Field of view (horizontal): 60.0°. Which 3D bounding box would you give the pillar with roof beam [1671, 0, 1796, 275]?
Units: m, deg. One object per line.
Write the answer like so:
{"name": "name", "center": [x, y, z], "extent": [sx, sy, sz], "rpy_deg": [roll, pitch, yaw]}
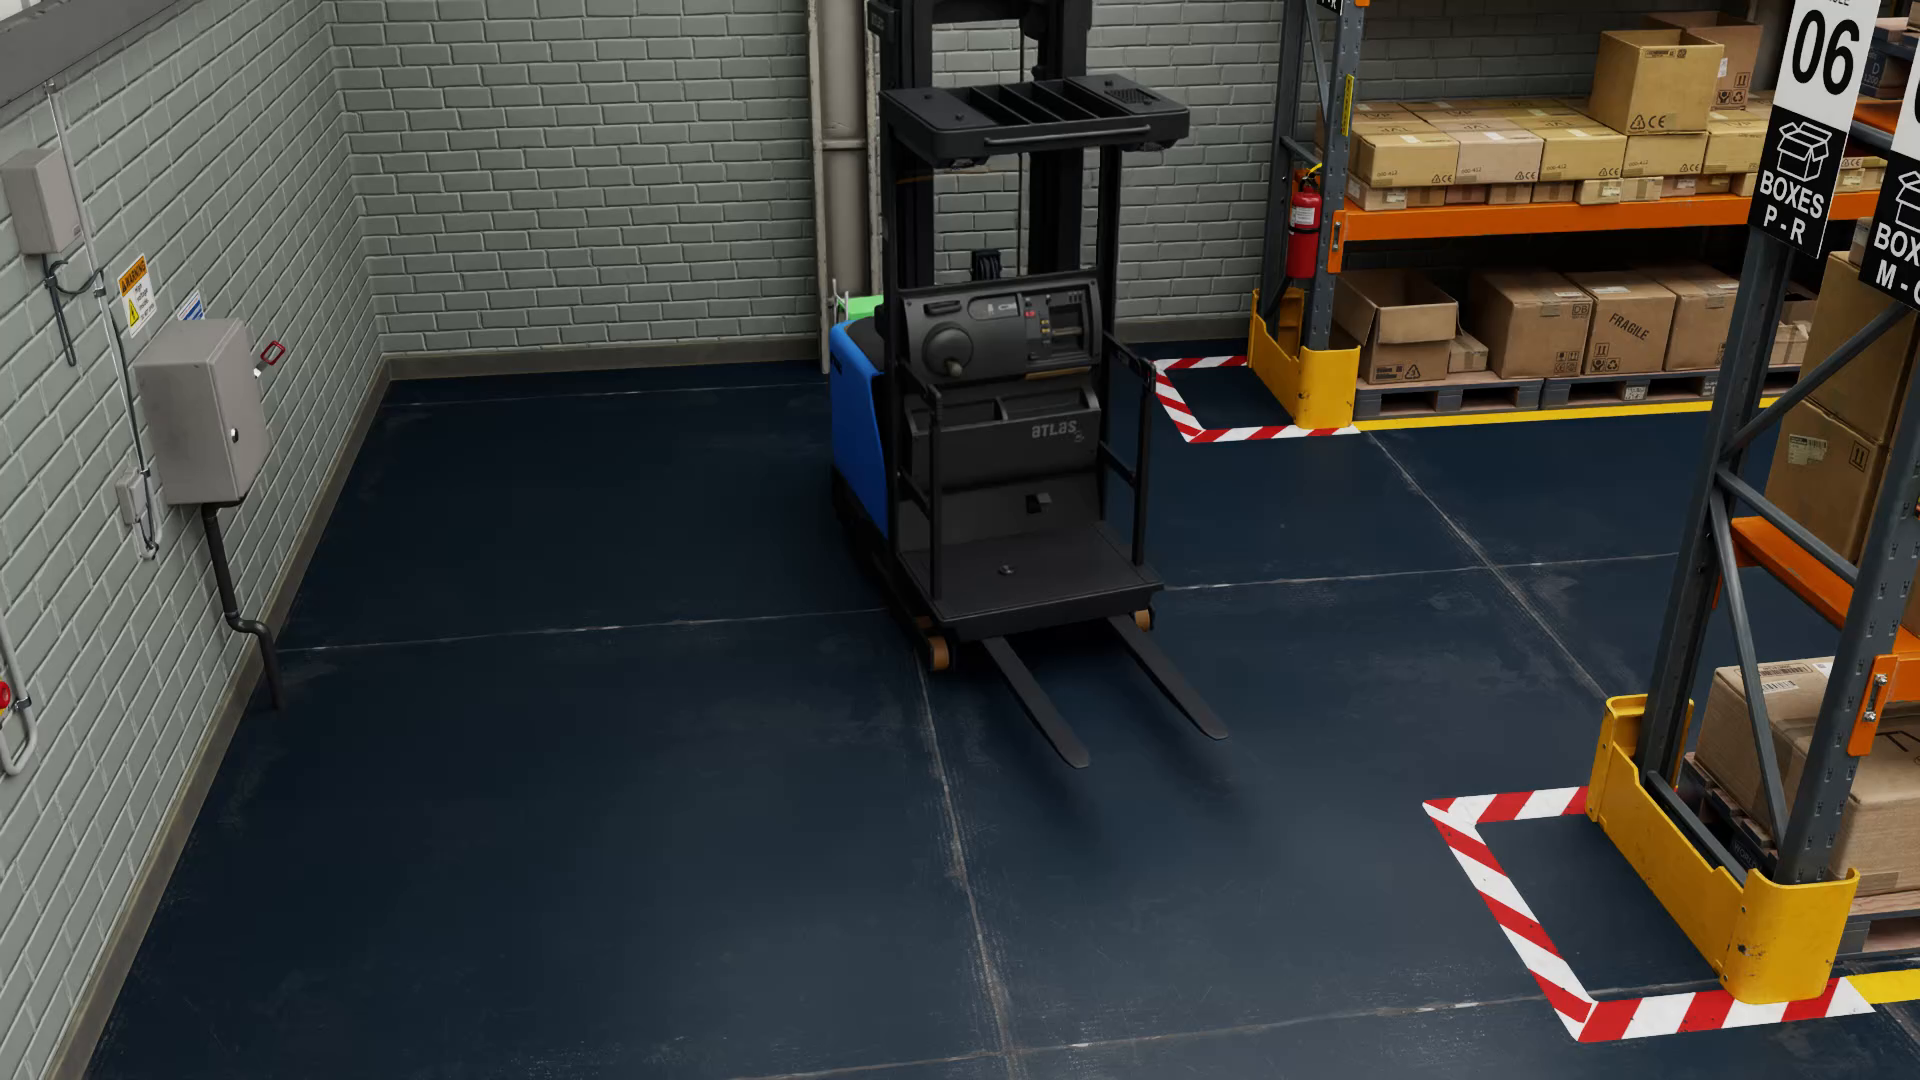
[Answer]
{"name": "pillar with roof beam", "center": [5.812, -3.608, 5.925], "extent": [0.400, 9.000, 9.100], "rpy_deg": [-4, 27, -7]}

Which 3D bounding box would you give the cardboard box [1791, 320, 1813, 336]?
{"name": "cardboard box", "center": [5.517, -1.272, 10.607], "extent": [0.250, 0.149, 0.380], "rpy_deg": [-4, 28, -9]}

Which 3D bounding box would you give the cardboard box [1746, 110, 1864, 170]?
{"name": "cardboard box", "center": [5.063, -2.406, 9.993], "extent": [0.500, 0.250, 0.500], "rpy_deg": [-4, 27, -7]}

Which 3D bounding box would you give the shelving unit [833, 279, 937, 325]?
{"name": "shelving unit", "center": [-0.398, -0.839, 9.071], "extent": [0.503, 1.200, 0.258], "rpy_deg": [-9, 29, -17]}

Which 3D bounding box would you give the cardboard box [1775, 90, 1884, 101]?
{"name": "cardboard box", "center": [5.500, -2.678, 10.522], "extent": [0.500, 0.250, 0.500], "rpy_deg": [-4, 27, -8]}

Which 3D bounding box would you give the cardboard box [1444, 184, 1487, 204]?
{"name": "cardboard box", "center": [2.931, -2.122, 9.876], "extent": [0.250, 0.149, 0.380], "rpy_deg": [-4, 27, -8]}

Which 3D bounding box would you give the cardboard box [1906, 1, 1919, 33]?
{"name": "cardboard box", "center": [3.195, -1.593, 4.877], "extent": [0.500, 0.250, 0.500], "rpy_deg": [-6, 28, -12]}

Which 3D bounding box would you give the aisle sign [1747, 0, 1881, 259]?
{"name": "aisle sign", "center": [2.648, -1.316, 5.182], "extent": [0.004, 0.787, 0.394], "rpy_deg": [-4, 27, -7]}

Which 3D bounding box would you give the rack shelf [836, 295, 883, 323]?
{"name": "rack shelf", "center": [-0.398, -1.209, 8.881], "extent": [0.480, 0.148, 0.258], "rpy_deg": [-9, 29, -17]}

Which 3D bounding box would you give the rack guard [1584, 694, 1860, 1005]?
{"name": "rack guard", "center": [2.738, 1.090, 6.079], "extent": [0.348, 0.500, 1.175], "rpy_deg": [-4, 27, -7]}

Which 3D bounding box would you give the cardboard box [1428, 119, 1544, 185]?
{"name": "cardboard box", "center": [3.053, -2.273, 9.732], "extent": [0.500, 0.250, 0.500], "rpy_deg": [-3, 27, -7]}

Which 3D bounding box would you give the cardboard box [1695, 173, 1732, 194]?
{"name": "cardboard box", "center": [4.455, -2.223, 10.072], "extent": [0.250, 0.149, 0.380], "rpy_deg": [-3, 27, -6]}

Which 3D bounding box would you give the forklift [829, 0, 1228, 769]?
{"name": "forklift", "center": [0.272, -0.914, 7.320], "extent": [1.130, 2.935, 3.031], "rpy_deg": [-9, 29, -17]}

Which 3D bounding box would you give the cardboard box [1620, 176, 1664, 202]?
{"name": "cardboard box", "center": [3.971, -2.138, 9.907], "extent": [0.250, 0.149, 0.380], "rpy_deg": [-3, 27, -6]}

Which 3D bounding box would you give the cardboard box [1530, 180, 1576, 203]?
{"name": "cardboard box", "center": [3.452, -2.130, 9.891], "extent": [0.250, 0.149, 0.380], "rpy_deg": [-3, 27, -6]}

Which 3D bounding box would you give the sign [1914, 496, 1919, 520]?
{"name": "sign", "center": [2.833, -0.193, 4.806], "extent": [0.005, 0.325, 0.100], "rpy_deg": [-4, 27, -7]}

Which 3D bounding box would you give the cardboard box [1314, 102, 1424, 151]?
{"name": "cardboard box", "center": [2.485, -2.483, 10.141], "extent": [0.500, 0.250, 0.500], "rpy_deg": [-3, 27, -6]}

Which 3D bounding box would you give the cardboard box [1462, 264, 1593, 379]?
{"name": "cardboard box", "center": [3.538, -1.375, 10.423], "extent": [0.500, 0.500, 0.700], "rpy_deg": [-3, 27, -5]}

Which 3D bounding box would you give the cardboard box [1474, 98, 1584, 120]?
{"name": "cardboard box", "center": [3.487, -2.544, 10.261], "extent": [0.500, 0.250, 0.500], "rpy_deg": [-3, 27, -5]}

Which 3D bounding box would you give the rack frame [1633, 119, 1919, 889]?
{"name": "rack frame", "center": [2.762, -0.024, 5.511], "extent": [0.127, 3.000, 1.000], "rpy_deg": [-4, 27, -7]}

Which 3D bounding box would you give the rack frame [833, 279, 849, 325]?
{"name": "rack frame", "center": [-0.628, -0.801, 8.997], "extent": [0.015, 1.200, 0.240], "rpy_deg": [-9, 29, -17]}

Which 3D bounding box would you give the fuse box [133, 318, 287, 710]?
{"name": "fuse box", "center": [-2.967, -0.041, 6.955], "extent": [0.414, 1.711, 0.539], "rpy_deg": [-4, 27, -7]}

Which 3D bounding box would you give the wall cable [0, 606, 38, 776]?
{"name": "wall cable", "center": [-2.818, -0.121, 4.552], "extent": [0.123, 1.953, 0.585], "rpy_deg": [-4, 27, -7]}

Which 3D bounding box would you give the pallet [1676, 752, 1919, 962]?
{"name": "pallet", "center": [3.543, 1.130, 6.316], "extent": [1.213, 0.211, 1.003], "rpy_deg": [-4, 27, -7]}

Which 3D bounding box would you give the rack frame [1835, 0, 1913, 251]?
{"name": "rack frame", "center": [6.028, -2.522, 10.380], "extent": [0.127, 3.000, 1.000], "rpy_deg": [-4, 27, -7]}

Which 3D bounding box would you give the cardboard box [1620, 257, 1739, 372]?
{"name": "cardboard box", "center": [4.566, -1.441, 10.551], "extent": [0.500, 0.500, 0.700], "rpy_deg": [-5, 28, -9]}

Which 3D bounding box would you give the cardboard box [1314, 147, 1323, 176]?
{"name": "cardboard box", "center": [2.358, -2.298, 10.219], "extent": [0.250, 0.149, 0.380], "rpy_deg": [-4, 27, -8]}

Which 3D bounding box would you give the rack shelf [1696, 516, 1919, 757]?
{"name": "rack shelf", "center": [4.743, 0.169, 5.923], "extent": [4.000, 0.370, 1.077], "rpy_deg": [-4, 27, -7]}

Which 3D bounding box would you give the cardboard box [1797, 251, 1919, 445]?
{"name": "cardboard box", "center": [3.206, -0.652, 5.530], "extent": [0.500, 0.500, 0.500], "rpy_deg": [-3, 27, -5]}

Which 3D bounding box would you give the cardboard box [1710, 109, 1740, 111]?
{"name": "cardboard box", "center": [4.493, -2.611, 10.392], "extent": [0.500, 0.250, 0.500], "rpy_deg": [-3, 27, -6]}

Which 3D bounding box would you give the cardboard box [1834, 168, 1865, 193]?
{"name": "cardboard box", "center": [5.238, -2.222, 10.070], "extent": [0.250, 0.149, 0.380], "rpy_deg": [-3, 27, -6]}

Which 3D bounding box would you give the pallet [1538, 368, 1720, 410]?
{"name": "pallet", "center": [4.137, -1.159, 10.778], "extent": [1.213, 0.211, 1.003], "rpy_deg": [-4, 27, -7]}

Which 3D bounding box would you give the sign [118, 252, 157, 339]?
{"name": "sign", "center": [-3.164, -0.943, 6.397], "extent": [0.001, 0.242, 0.339], "rpy_deg": [-4, 27, -7]}

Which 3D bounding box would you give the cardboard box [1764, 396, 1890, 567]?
{"name": "cardboard box", "center": [3.203, -0.219, 5.781], "extent": [0.500, 0.500, 0.500], "rpy_deg": [-4, 27, -7]}

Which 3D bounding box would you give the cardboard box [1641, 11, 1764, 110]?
{"name": "cardboard box", "center": [4.516, -2.947, 10.225], "extent": [0.500, 0.500, 0.500], "rpy_deg": [-4, 27, -9]}

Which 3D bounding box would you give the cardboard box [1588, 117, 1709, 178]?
{"name": "cardboard box", "center": [4.058, -2.348, 9.880], "extent": [0.500, 0.250, 0.500], "rpy_deg": [-4, 27, -8]}

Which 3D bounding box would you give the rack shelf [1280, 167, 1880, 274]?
{"name": "rack shelf", "center": [4.047, -2.075, 10.296], "extent": [4.000, 0.370, 1.077], "rpy_deg": [-4, 27, -7]}

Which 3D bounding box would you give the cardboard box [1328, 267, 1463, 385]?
{"name": "cardboard box", "center": [2.686, -1.340, 10.350], "extent": [0.637, 0.503, 0.797], "rpy_deg": [-5, 28, -9]}

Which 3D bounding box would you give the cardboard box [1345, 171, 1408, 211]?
{"name": "cardboard box", "center": [2.431, -2.053, 9.740], "extent": [0.250, 0.149, 0.380], "rpy_deg": [-4, 27, -8]}

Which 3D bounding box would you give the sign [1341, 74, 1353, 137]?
{"name": "sign", "center": [2.143, -2.408, 9.208], "extent": [0.005, 0.325, 0.100], "rpy_deg": [-4, 27, -7]}
